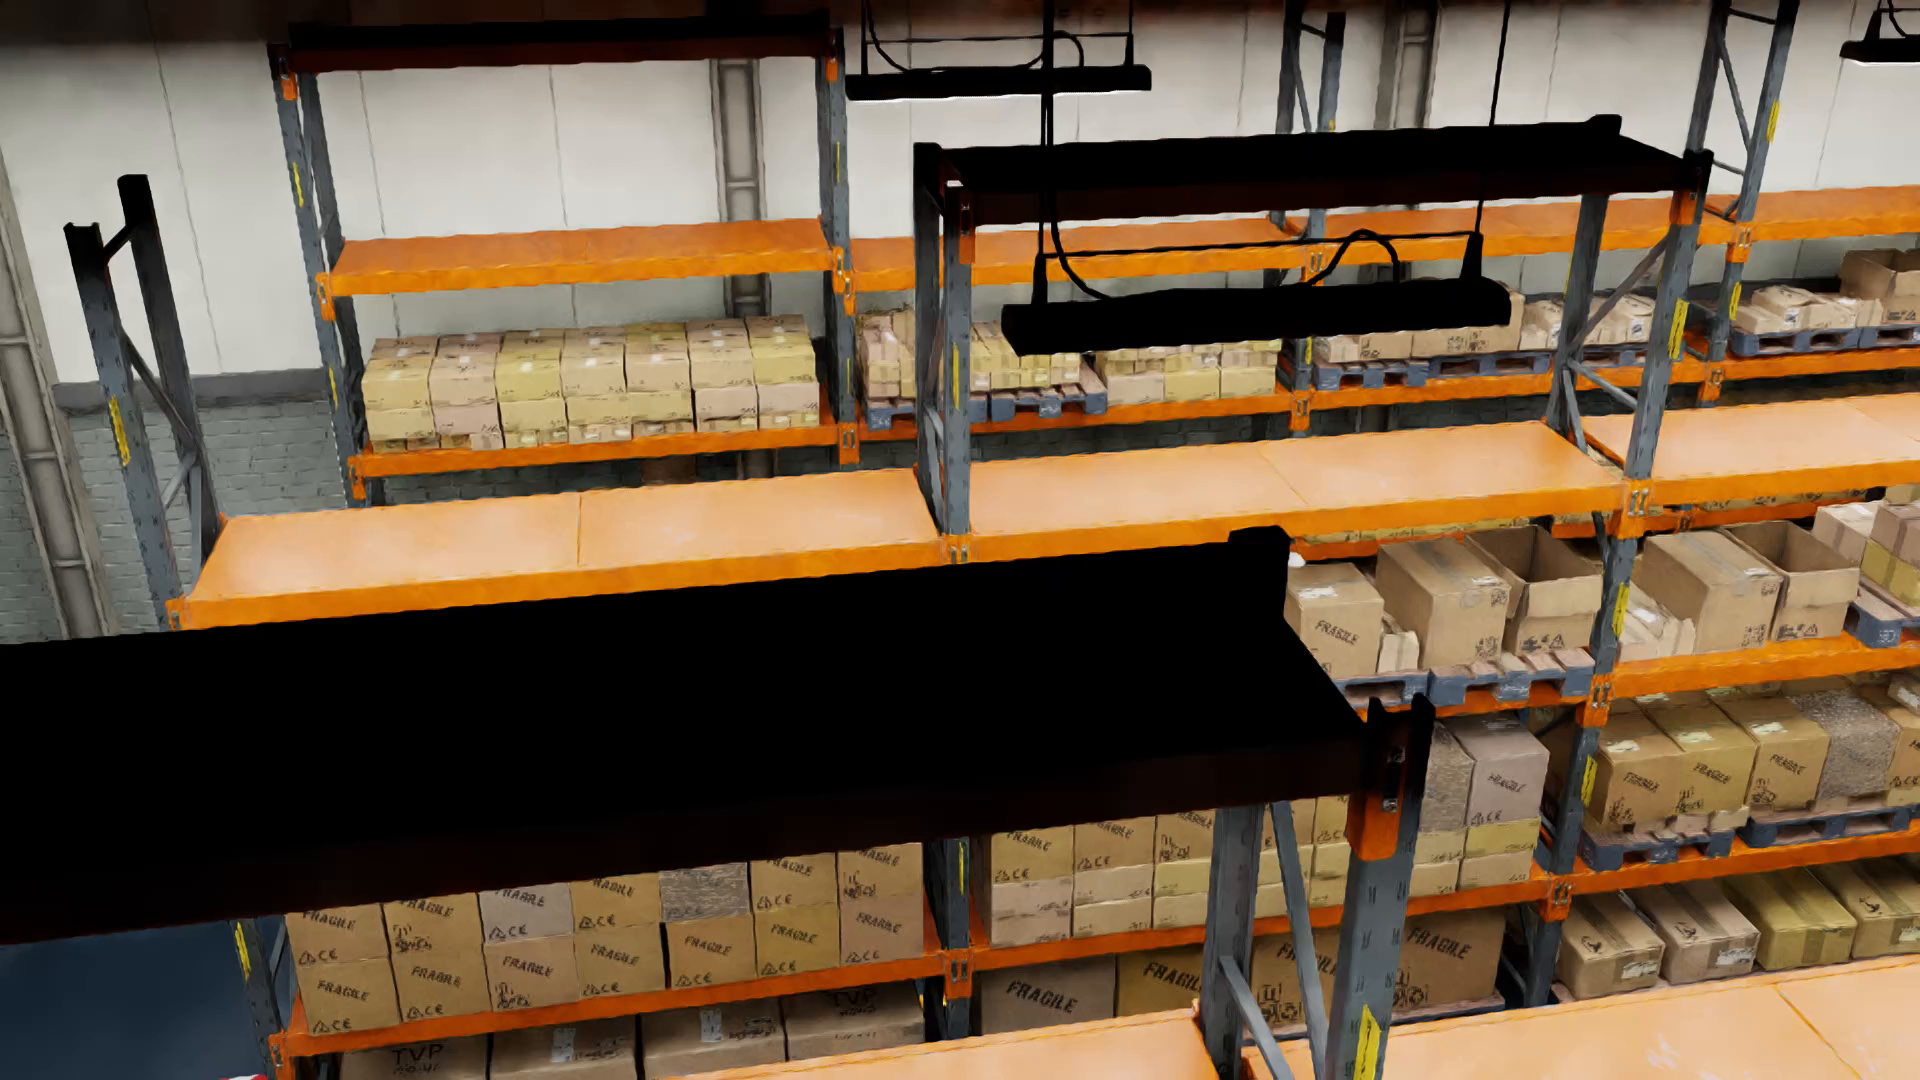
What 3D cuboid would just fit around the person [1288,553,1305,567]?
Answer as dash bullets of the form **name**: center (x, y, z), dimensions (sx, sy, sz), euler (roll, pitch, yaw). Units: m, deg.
- **person**: center (2.773, 0.934, 14.283), dimensions (0.658, 1.786, 0.583), euler (5, 26, 11)
